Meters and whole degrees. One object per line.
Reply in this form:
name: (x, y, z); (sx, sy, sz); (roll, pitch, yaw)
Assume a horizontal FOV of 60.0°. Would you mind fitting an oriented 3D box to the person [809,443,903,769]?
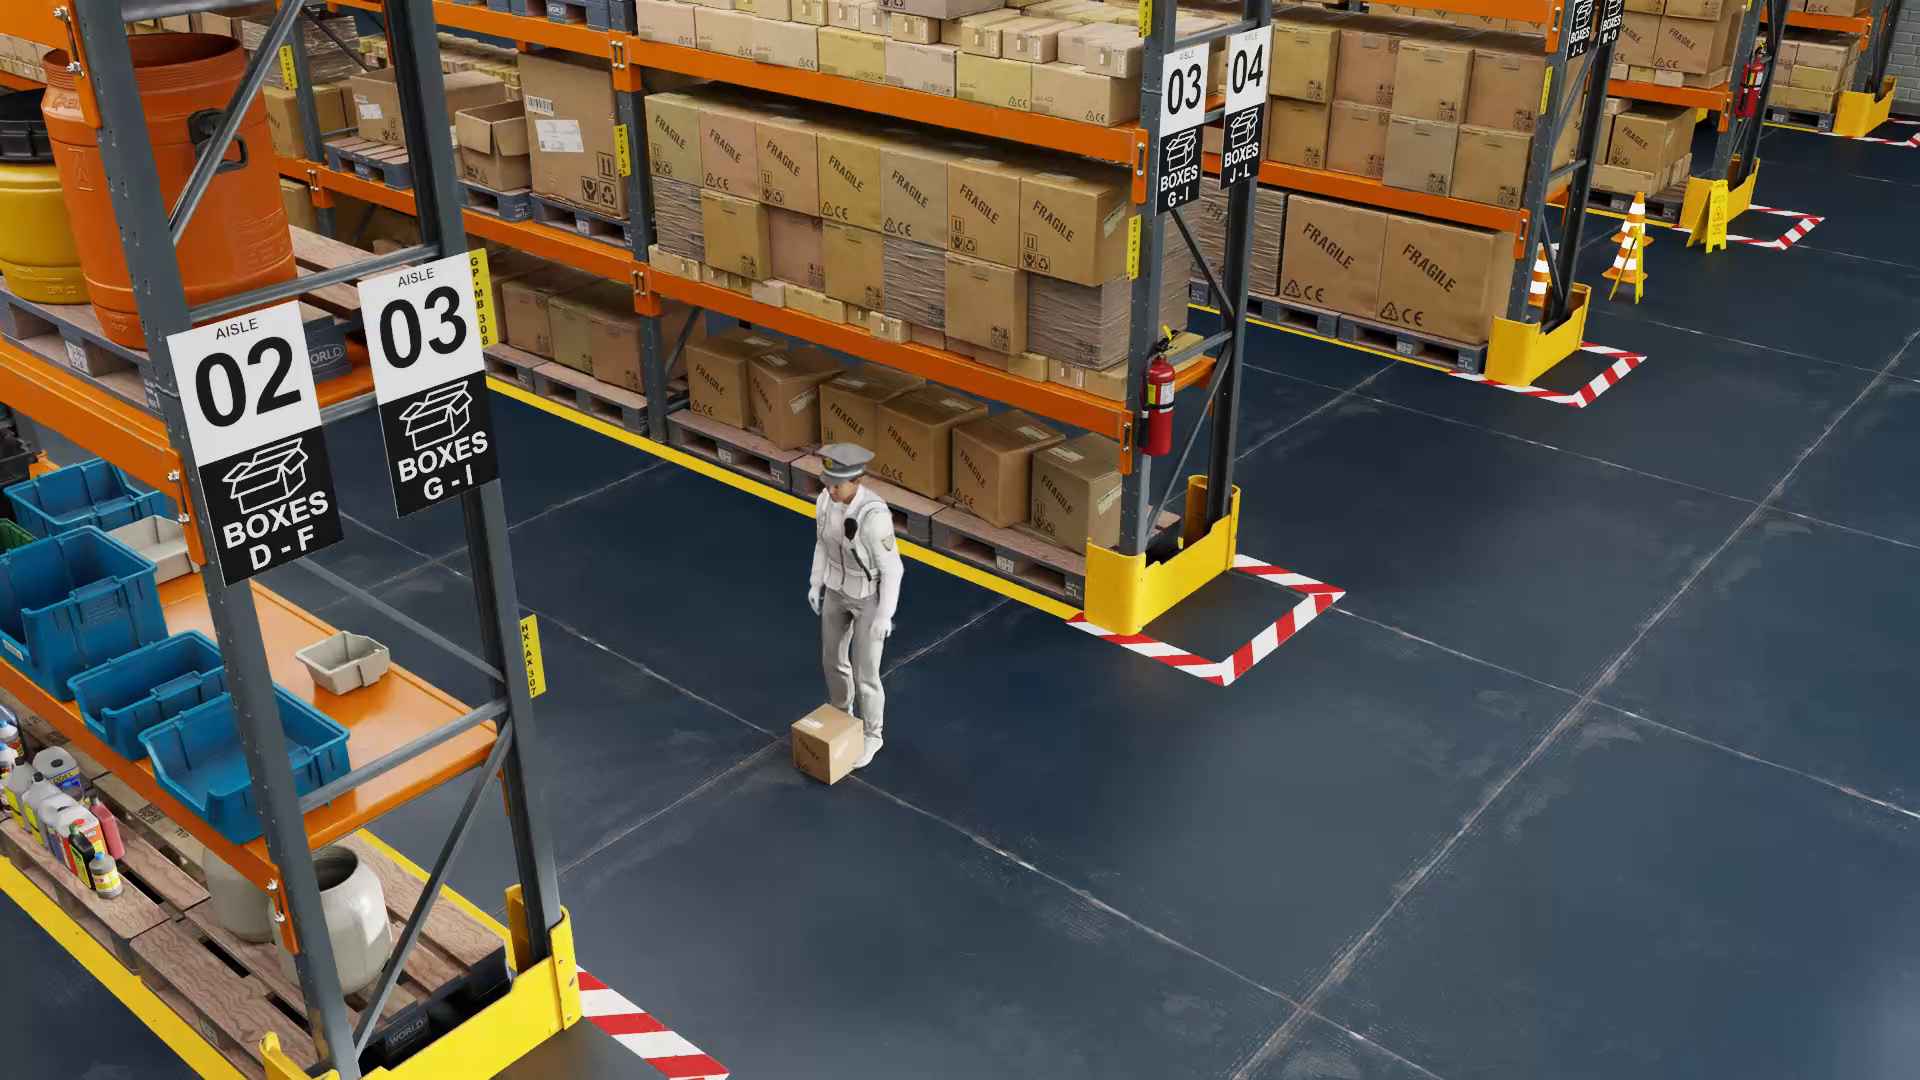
person: (-0.519, 0.301, 8.046); (0.529, 1.655, 0.402); (21, 34, 35)
